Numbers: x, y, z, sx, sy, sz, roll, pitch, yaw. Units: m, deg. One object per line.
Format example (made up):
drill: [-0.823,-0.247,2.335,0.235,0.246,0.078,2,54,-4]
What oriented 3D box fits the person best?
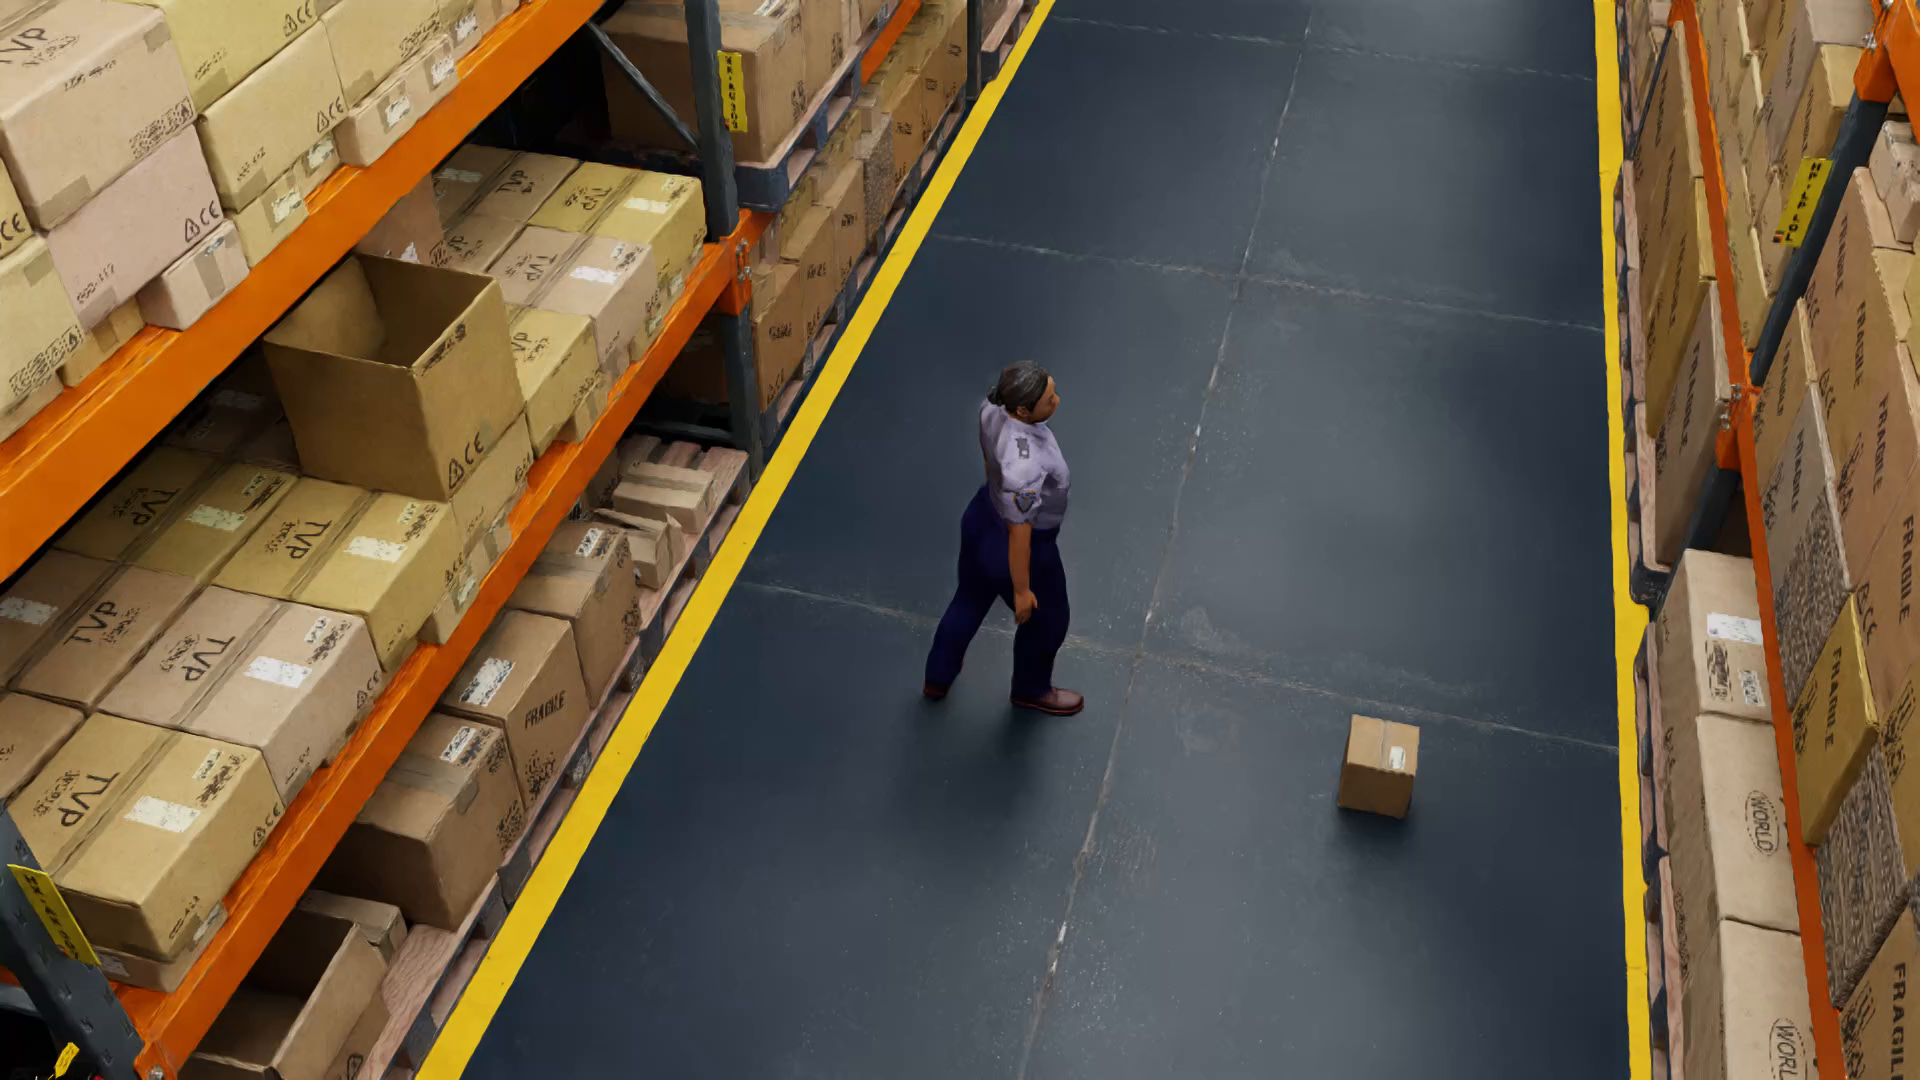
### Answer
person: [0.167,0.018,6.156,0.605,1.637,0.584,-12,43,-13]
